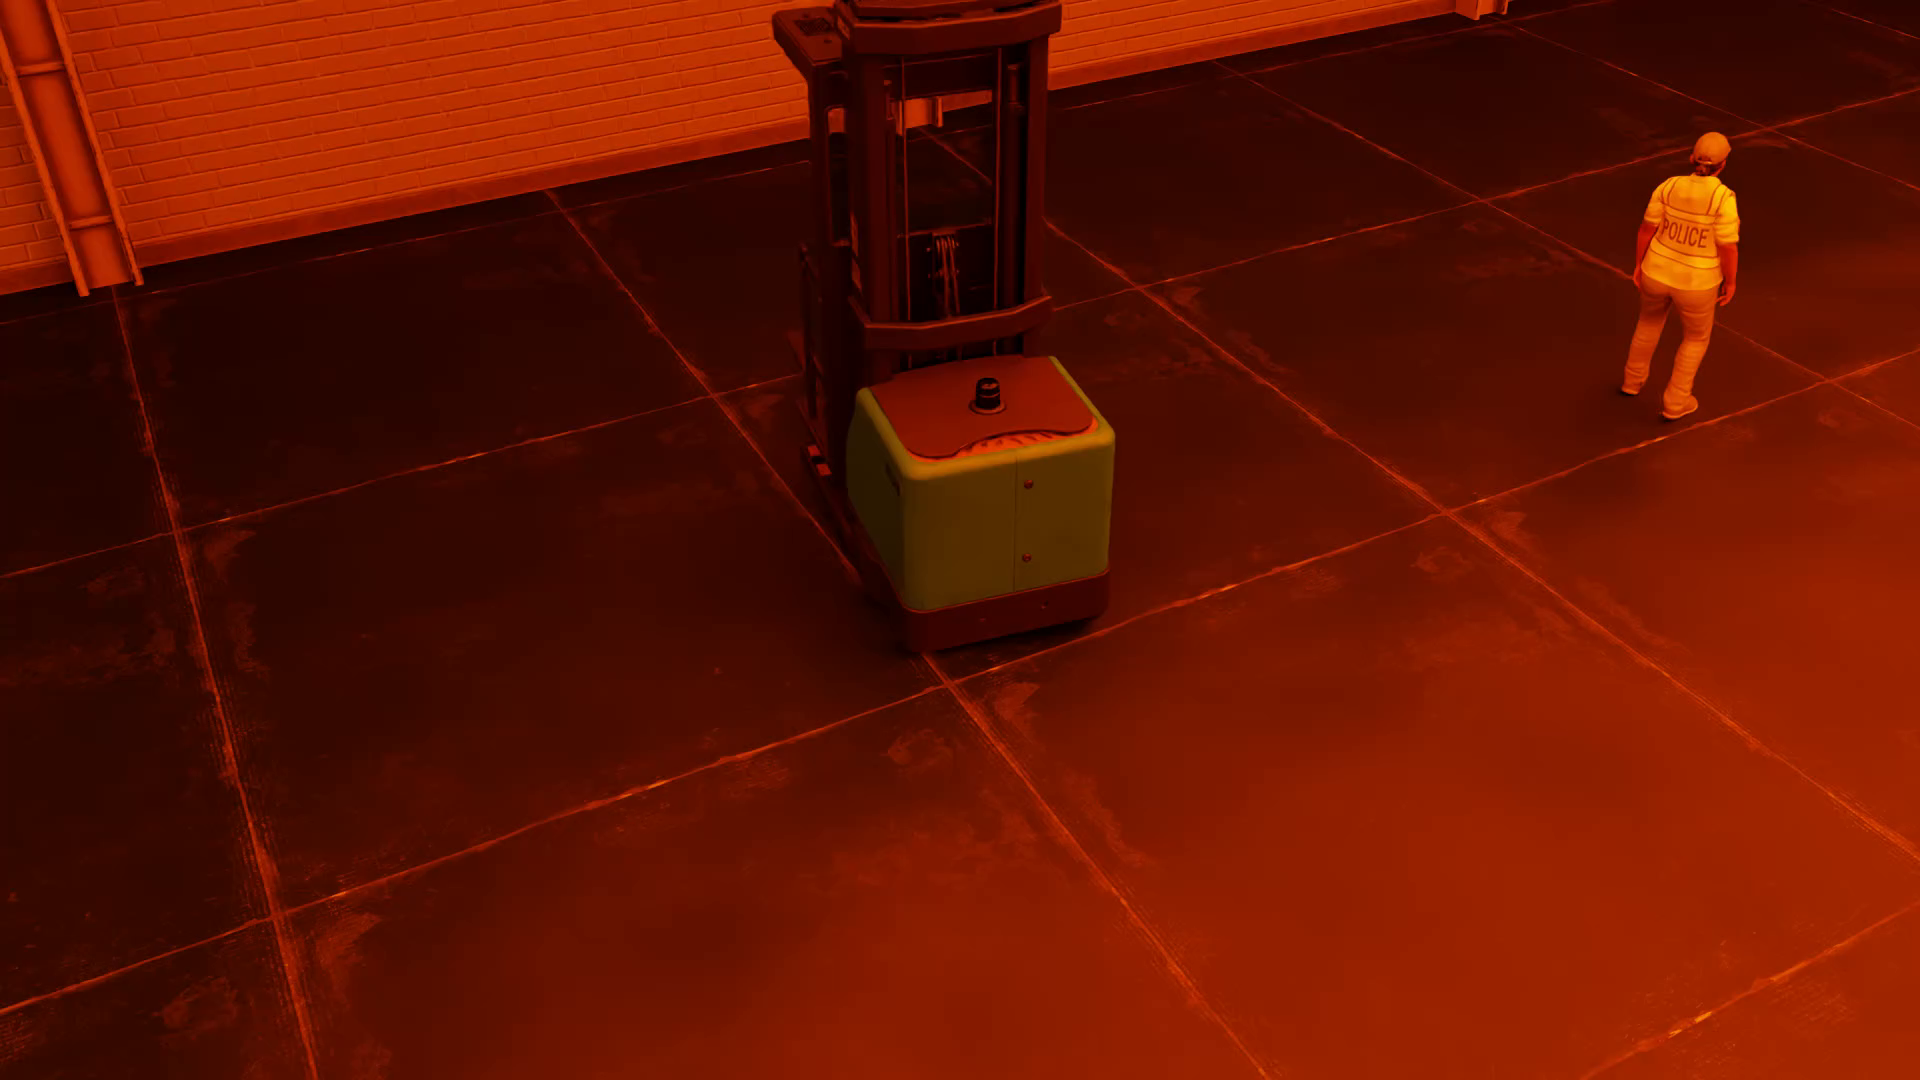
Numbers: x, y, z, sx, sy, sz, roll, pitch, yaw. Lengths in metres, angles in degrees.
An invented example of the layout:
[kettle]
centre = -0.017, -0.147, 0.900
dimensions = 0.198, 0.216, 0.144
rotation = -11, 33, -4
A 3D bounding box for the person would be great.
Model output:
[person]
centre = 4.076, -1.480, 9.344
dimensions = 0.486, 1.693, 0.555
rotation = -29, 45, -35

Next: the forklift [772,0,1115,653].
[forklift]
centre = -0.240, -1.517, 8.270
dimensions = 1.130, 2.935, 3.031
rotation = -11, 37, -15
